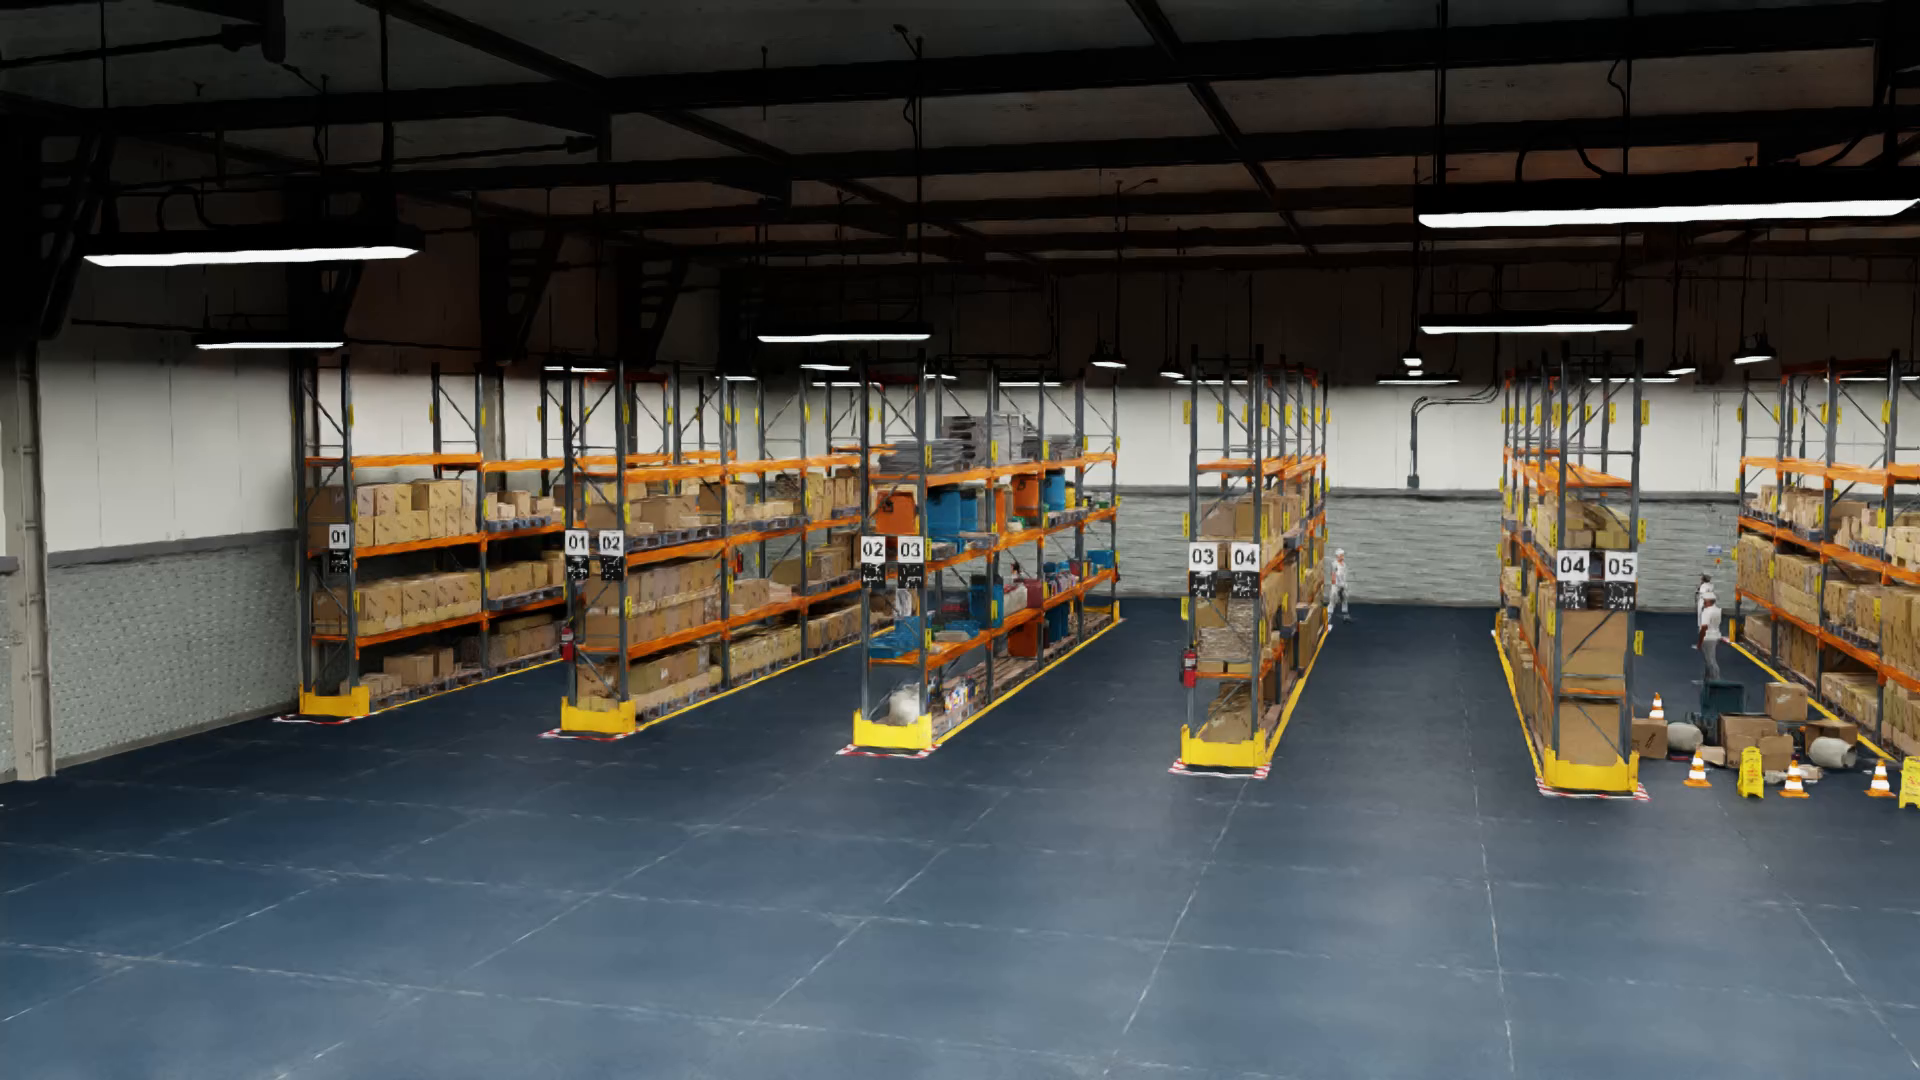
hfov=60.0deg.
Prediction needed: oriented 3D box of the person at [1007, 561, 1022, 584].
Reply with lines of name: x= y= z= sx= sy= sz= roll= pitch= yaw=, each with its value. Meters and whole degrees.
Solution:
person: x=1.232 y=1.320 z=37.803 sx=0.378 sy=1.673 sz=0.563 roll=2 pitch=5 yaw=24

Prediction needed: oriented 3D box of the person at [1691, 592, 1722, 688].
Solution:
person: x=13.702 y=1.822 z=30.495 sx=0.587 sy=1.763 sz=0.677 roll=4 pitch=6 yaw=41

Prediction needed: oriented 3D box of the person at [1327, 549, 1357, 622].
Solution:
person: x=9.159 y=1.095 z=40.057 sx=0.710 sy=1.785 sz=0.532 roll=-3 pitch=5 yaw=-38

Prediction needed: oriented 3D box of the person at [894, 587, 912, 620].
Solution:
person: x=-1.127 y=1.543 z=34.147 sx=0.463 sy=1.774 sz=0.598 roll=-1 pitch=4 yaw=-7

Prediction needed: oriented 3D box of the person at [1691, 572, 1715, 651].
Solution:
person: x=15.803 y=1.509 z=35.306 sx=0.550 sy=1.666 sz=0.579 roll=4 pitch=6 yaw=42
